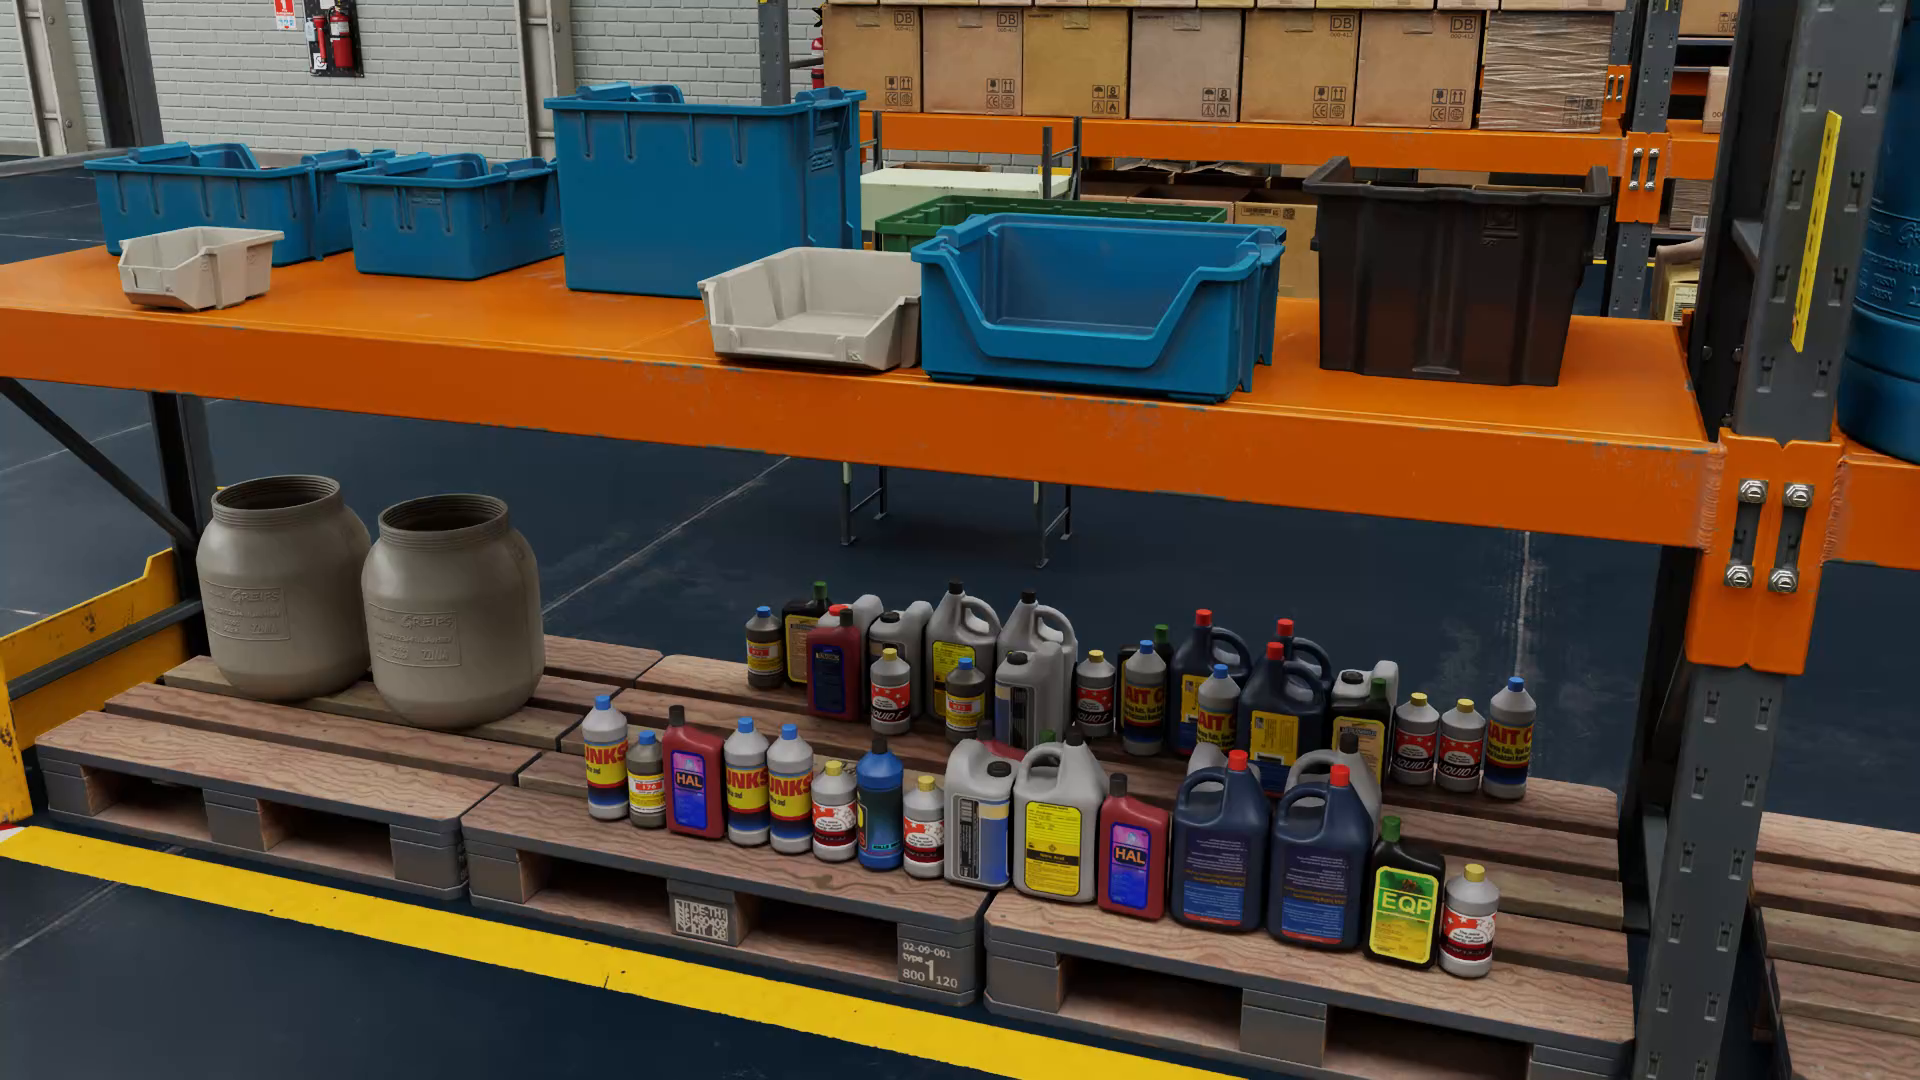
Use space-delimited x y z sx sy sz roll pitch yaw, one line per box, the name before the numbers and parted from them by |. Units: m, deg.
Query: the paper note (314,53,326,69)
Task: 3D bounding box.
paper note | -6.323 -4.729 16.424 0.142 0.148 0.016 7 20 18

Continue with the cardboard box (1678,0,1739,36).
cardboard box | 5.114 -3.741 11.432 0.500 0.500 0.700 7 20 18

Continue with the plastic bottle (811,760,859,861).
plastic bottle | -0.263 0.561 3.492 0.097 0.201 0.097 0 19 0

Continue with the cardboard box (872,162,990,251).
cardboard box | -0.152 -1.732 8.888 0.500 0.500 0.500 7 20 18

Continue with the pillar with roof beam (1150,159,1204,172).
pillar with roof beam | 0.398 -5.672 8.676 0.400 9.000 9.100 7 20 18

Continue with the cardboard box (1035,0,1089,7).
cardboard box | 0.520 -2.577 7.773 0.250 0.149 0.380 6 20 16

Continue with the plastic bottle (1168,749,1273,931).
plastic bottle | 0.509 0.571 3.238 0.185 0.351 0.144 5 20 15

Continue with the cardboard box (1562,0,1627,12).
cardboard box | 2.695 -2.328 7.059 0.250 0.149 0.380 7 20 18

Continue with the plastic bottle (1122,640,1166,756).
plastic bottle | 0.437 0.368 3.940 0.097 0.271 0.097 0 19 0

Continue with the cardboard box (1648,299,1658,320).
cardboard box | 3.509 -0.957 7.803 0.500 0.250 0.500 6 20 18

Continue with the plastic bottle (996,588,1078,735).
plastic bottle | 0.187 0.289 4.046 0.185 0.351 0.144 6 20 18

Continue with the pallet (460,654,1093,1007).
pallet | -0.384 0.628 3.953 1.213 0.211 1.003 7 20 18

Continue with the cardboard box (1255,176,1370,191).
cardboard box | 1.742 -1.521 8.282 0.500 0.500 0.500 7 20 18

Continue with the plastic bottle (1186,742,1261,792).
plastic bottle | 0.534 0.557 3.390 0.135 0.276 0.152 7 20 18

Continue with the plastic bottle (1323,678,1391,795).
plastic bottle | 0.887 0.439 3.717 0.133 0.283 0.061 7 20 18

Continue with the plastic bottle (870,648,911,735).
plastic bottle | -0.170 0.364 4.059 0.097 0.201 0.097 0 19 0

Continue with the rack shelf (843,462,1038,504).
rack shelf | -0.006 -0.401 5.939 0.720 0.370 0.431 7 20 18

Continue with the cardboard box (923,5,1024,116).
cardboard box | 0.178 -2.381 8.198 0.500 0.500 0.700 7 20 19

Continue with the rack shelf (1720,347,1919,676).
rack shelf | 3.282 0.084 2.371 4.000 0.370 1.077 7 20 18

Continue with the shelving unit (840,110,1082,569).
shelving unit | -0.006 -0.709 5.831 0.755 1.500 0.431 7 20 18

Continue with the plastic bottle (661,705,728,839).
plastic bottle | -0.567 0.494 3.560 0.133 0.283 0.061 7 20 19

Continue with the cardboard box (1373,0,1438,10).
cardboard box | 1.966 -2.410 7.297 0.250 0.149 0.380 6 20 18

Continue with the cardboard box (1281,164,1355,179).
cardboard box | 2.705 -2.752 12.544 0.500 0.500 0.700 5 20 15

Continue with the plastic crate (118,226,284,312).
plastic crate | -1.645 -0.582 3.591 0.250 0.136 0.298 7 20 18

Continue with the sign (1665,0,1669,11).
sign | 2.842 -2.285 6.638 0.005 0.325 0.100 7 20 18

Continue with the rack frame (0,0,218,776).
rack frame | -2.385 -0.904 4.111 0.127 3.000 1.000 7 20 18

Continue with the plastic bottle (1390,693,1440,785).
plastic bottle | 1.044 0.449 3.813 0.097 0.201 0.097 0 19 0

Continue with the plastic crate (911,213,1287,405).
plastic crate | 0.259 -0.436 2.997 0.616 0.251 0.499 7 20 18

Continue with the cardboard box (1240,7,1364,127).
cardboard box | 1.628 -2.215 7.721 0.500 0.500 0.700 7 20 19

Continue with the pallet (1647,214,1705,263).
pallet | 5.380 -2.152 11.928 1.213 0.211 1.003 7 20 18

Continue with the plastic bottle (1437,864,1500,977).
plastic bottle | 0.948 0.700 3.095 0.097 0.201 0.097 0 19 0

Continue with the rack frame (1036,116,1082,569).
rack frame | 0.339 -0.669 5.718 0.023 1.500 0.400 7 20 18

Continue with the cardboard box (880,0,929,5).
cardboard box | -0.206 -2.660 8.012 0.250 0.149 0.380 6 20 17

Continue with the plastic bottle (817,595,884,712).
plastic bottle | -0.277 0.273 4.207 0.135 0.276 0.152 7 20 18

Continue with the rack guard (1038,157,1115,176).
rack guard | 0.938 -2.795 13.336 0.348 0.500 1.175 7 20 18

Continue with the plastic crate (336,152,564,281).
plastic crate | -1.203 -0.800 4.041 0.408 0.251 0.499 7 20 18

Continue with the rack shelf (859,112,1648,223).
rack shelf | 1.133 -1.888 8.027 4.000 0.370 1.077 7 20 18

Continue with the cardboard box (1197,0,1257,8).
cardboard box | 1.244 -2.493 7.534 0.250 0.149 0.380 7 20 20

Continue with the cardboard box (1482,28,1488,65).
cardboard box | 3.630 -3.504 11.768 0.500 0.250 0.500 7 20 18

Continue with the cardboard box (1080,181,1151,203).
cardboard box | 0.627 -1.467 8.127 0.500 0.500 0.500 7 20 18

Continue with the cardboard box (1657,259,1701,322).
cardboard box | 3.331 -1.054 7.230 0.500 0.311 0.500 7 20 18

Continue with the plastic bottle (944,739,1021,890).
plastic bottle | 0.052 0.552 3.404 0.135 0.276 0.152 7 20 19

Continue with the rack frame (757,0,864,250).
rack frame | -0.756 -2.443 8.529 0.127 3.000 1.000 7 20 18

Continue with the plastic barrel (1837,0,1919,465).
plastic barrel | 1.659 -0.572 2.399 0.708 0.901 0.600 7 20 18

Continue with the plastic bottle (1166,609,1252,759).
plastic bottle | 0.589 0.335 3.914 0.185 0.351 0.144 6 20 16
